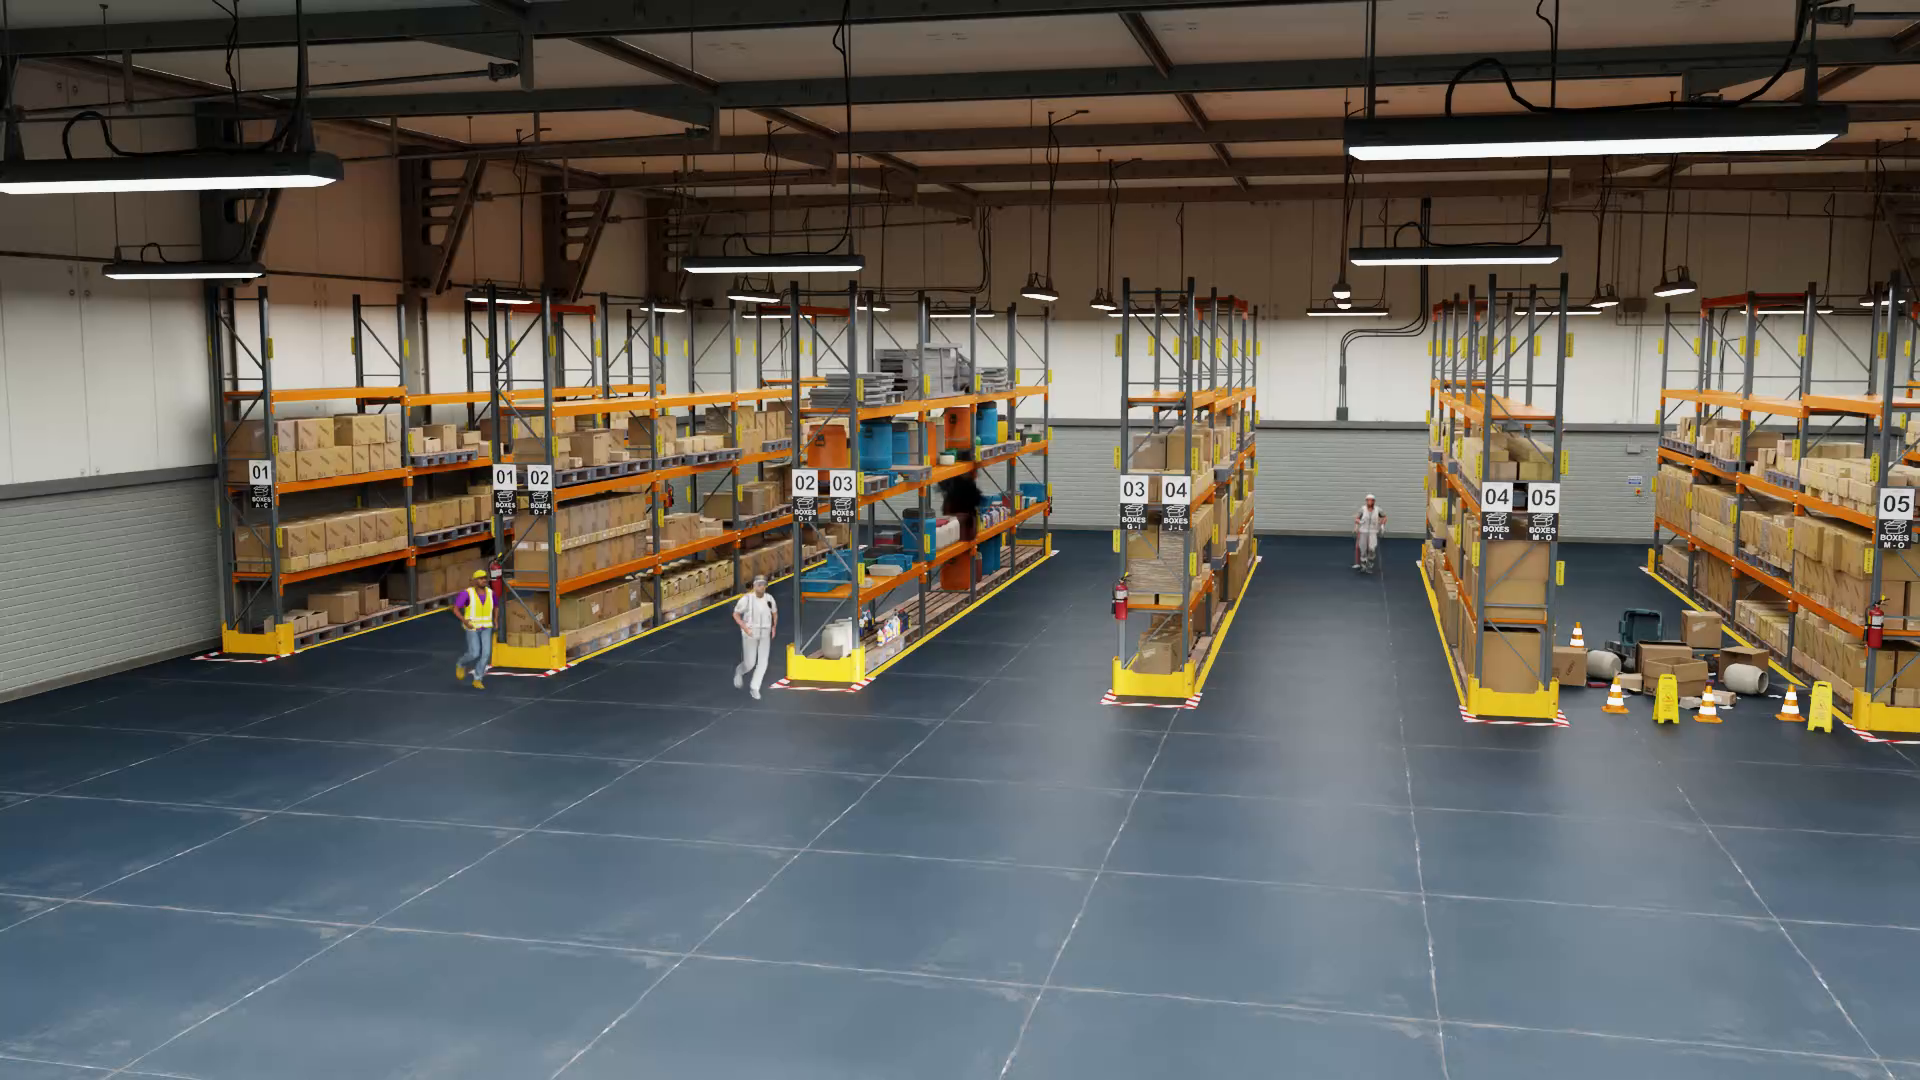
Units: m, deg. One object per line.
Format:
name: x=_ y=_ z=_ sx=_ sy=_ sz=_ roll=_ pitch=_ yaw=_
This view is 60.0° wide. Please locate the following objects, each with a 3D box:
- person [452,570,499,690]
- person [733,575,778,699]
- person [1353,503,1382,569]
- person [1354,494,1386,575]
person: x=-7.182 y=1.317 z=24.799 sx=0.718 sy=1.755 sz=0.677 roll=-6 pitch=9 yaw=-41
person: x=-2.947 y=1.376 z=24.169 sx=0.681 sy=1.763 sz=0.689 roll=-3 pitch=7 yaw=-27
person: x=9.351 y=-0.161 z=38.078 sx=0.619 sy=1.611 sz=0.671 roll=3 pitch=7 yaw=26
person: x=9.097 y=-0.114 z=36.950 sx=0.672 sy=1.806 sz=0.710 roll=2 pitch=7 yaw=19
